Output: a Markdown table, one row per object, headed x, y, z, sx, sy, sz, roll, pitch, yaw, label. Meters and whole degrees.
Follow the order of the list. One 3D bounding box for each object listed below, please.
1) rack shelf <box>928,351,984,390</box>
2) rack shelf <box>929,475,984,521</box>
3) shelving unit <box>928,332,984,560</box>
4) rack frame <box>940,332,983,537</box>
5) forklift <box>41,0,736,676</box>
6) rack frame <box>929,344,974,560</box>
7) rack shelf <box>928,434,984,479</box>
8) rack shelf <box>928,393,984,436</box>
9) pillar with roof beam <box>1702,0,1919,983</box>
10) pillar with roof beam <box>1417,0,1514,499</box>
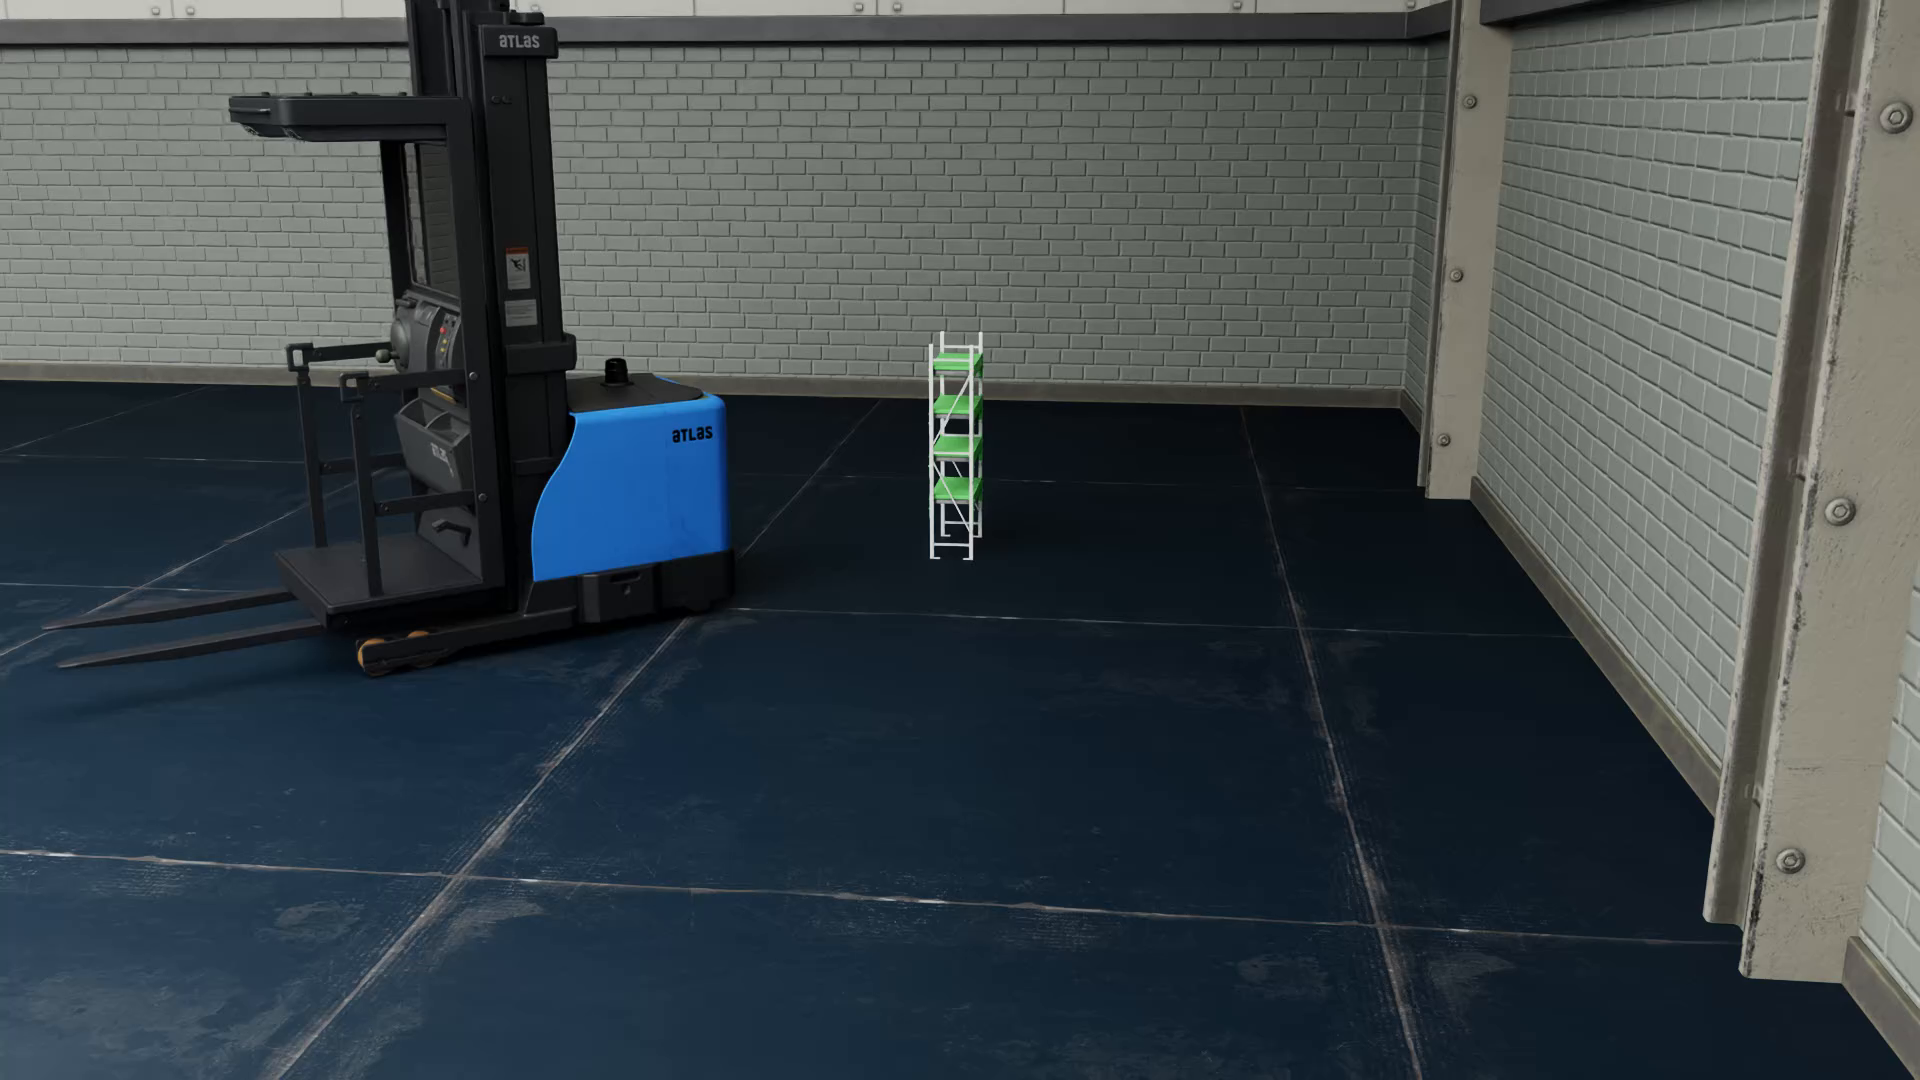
| x | y | z | sx | sy | sz | roll | pitch | yaw | label |
| --- | --- | --- | --- | --- | --- | --- | --- | --- | --- |
| -0.019 | -0.938 | 9.238 | 0.258 | 0.148 | 0.480 | 2 | 15 | 6 | rack shelf |
| -0.019 | -0.243 | 9.426 | 0.258 | 0.148 | 0.480 | 2 | 15 | 6 | rack shelf |
| -0.019 | -0.536 | 9.347 | 0.258 | 1.200 | 0.503 | 2 | 15 | 6 | shelving unit |
| 0.009 | -0.600 | 9.581 | 0.240 | 1.200 | 0.015 | 2 | 15 | 6 | rack frame |
| -2.643 | -0.965 | 7.615 | 3.031 | 2.935 | 1.130 | -10 | 18 | -32 | forklift |
| -0.046 | -0.473 | 9.113 | 0.240 | 1.200 | 0.015 | 2 | 15 | 6 | rack frame |
| -0.019 | -0.475 | 9.363 | 0.258 | 0.148 | 0.480 | 2 | 15 | 6 | rack shelf |
| -0.019 | -0.706 | 9.301 | 0.258 | 0.148 | 0.480 | 2 | 15 | 6 | rack shelf |
| -1.792 | -3.229 | 4.364 | 9.100 | 9.000 | 0.400 | 2 | 15 | 6 | pillar with roof beam |
| -1.115 | -4.785 | 10.119 | 9.100 | 9.000 | 0.400 | 2 | 15 | 6 | pillar with roof beam |
